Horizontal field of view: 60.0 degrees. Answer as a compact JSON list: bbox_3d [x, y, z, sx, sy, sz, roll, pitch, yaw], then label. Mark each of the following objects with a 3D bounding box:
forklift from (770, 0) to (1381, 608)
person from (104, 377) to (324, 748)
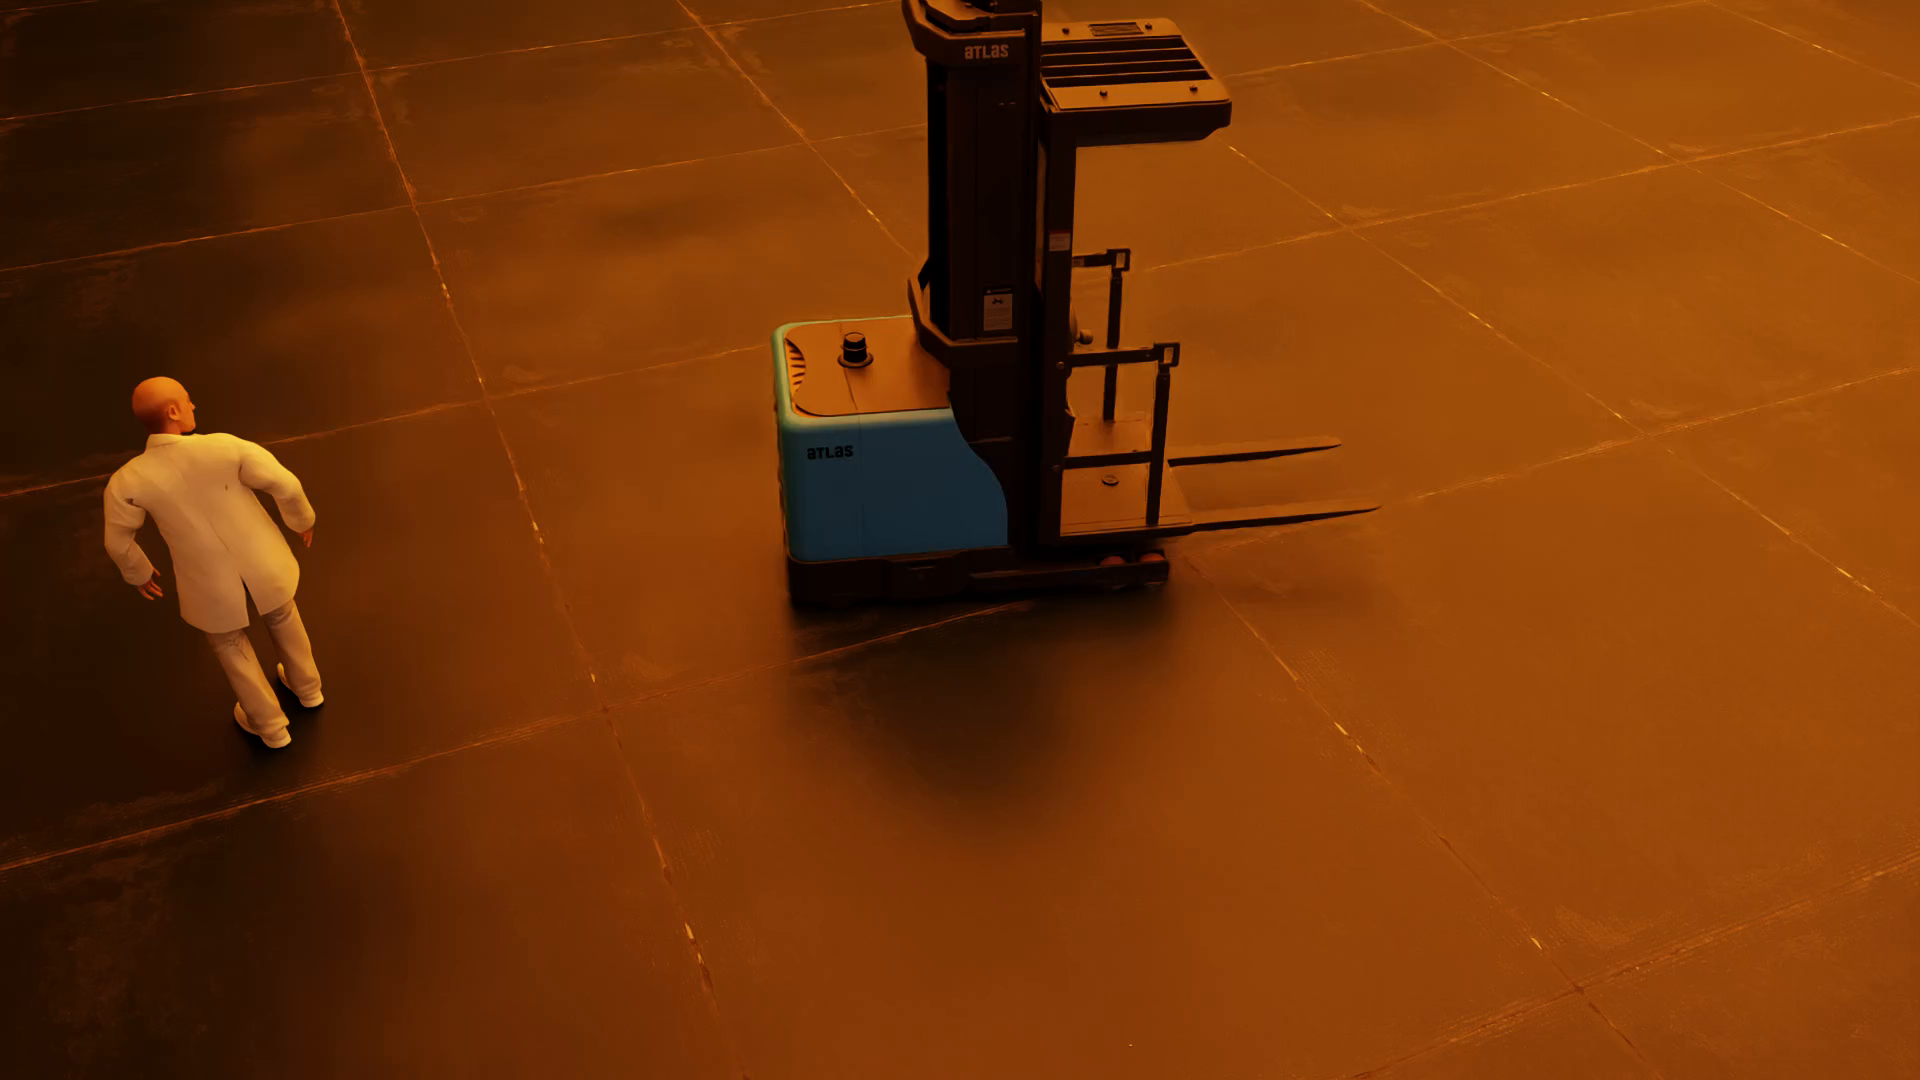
[{"bbox_3d":[0.604,-1.247,7.852,3.031,2.935,1.130,-5,36,-7],"label":"forklift"},{"bbox_3d":[-3.125,0.071,7.017,0.798,1.756,0.557,-21,41,-27],"label":"person"}]
